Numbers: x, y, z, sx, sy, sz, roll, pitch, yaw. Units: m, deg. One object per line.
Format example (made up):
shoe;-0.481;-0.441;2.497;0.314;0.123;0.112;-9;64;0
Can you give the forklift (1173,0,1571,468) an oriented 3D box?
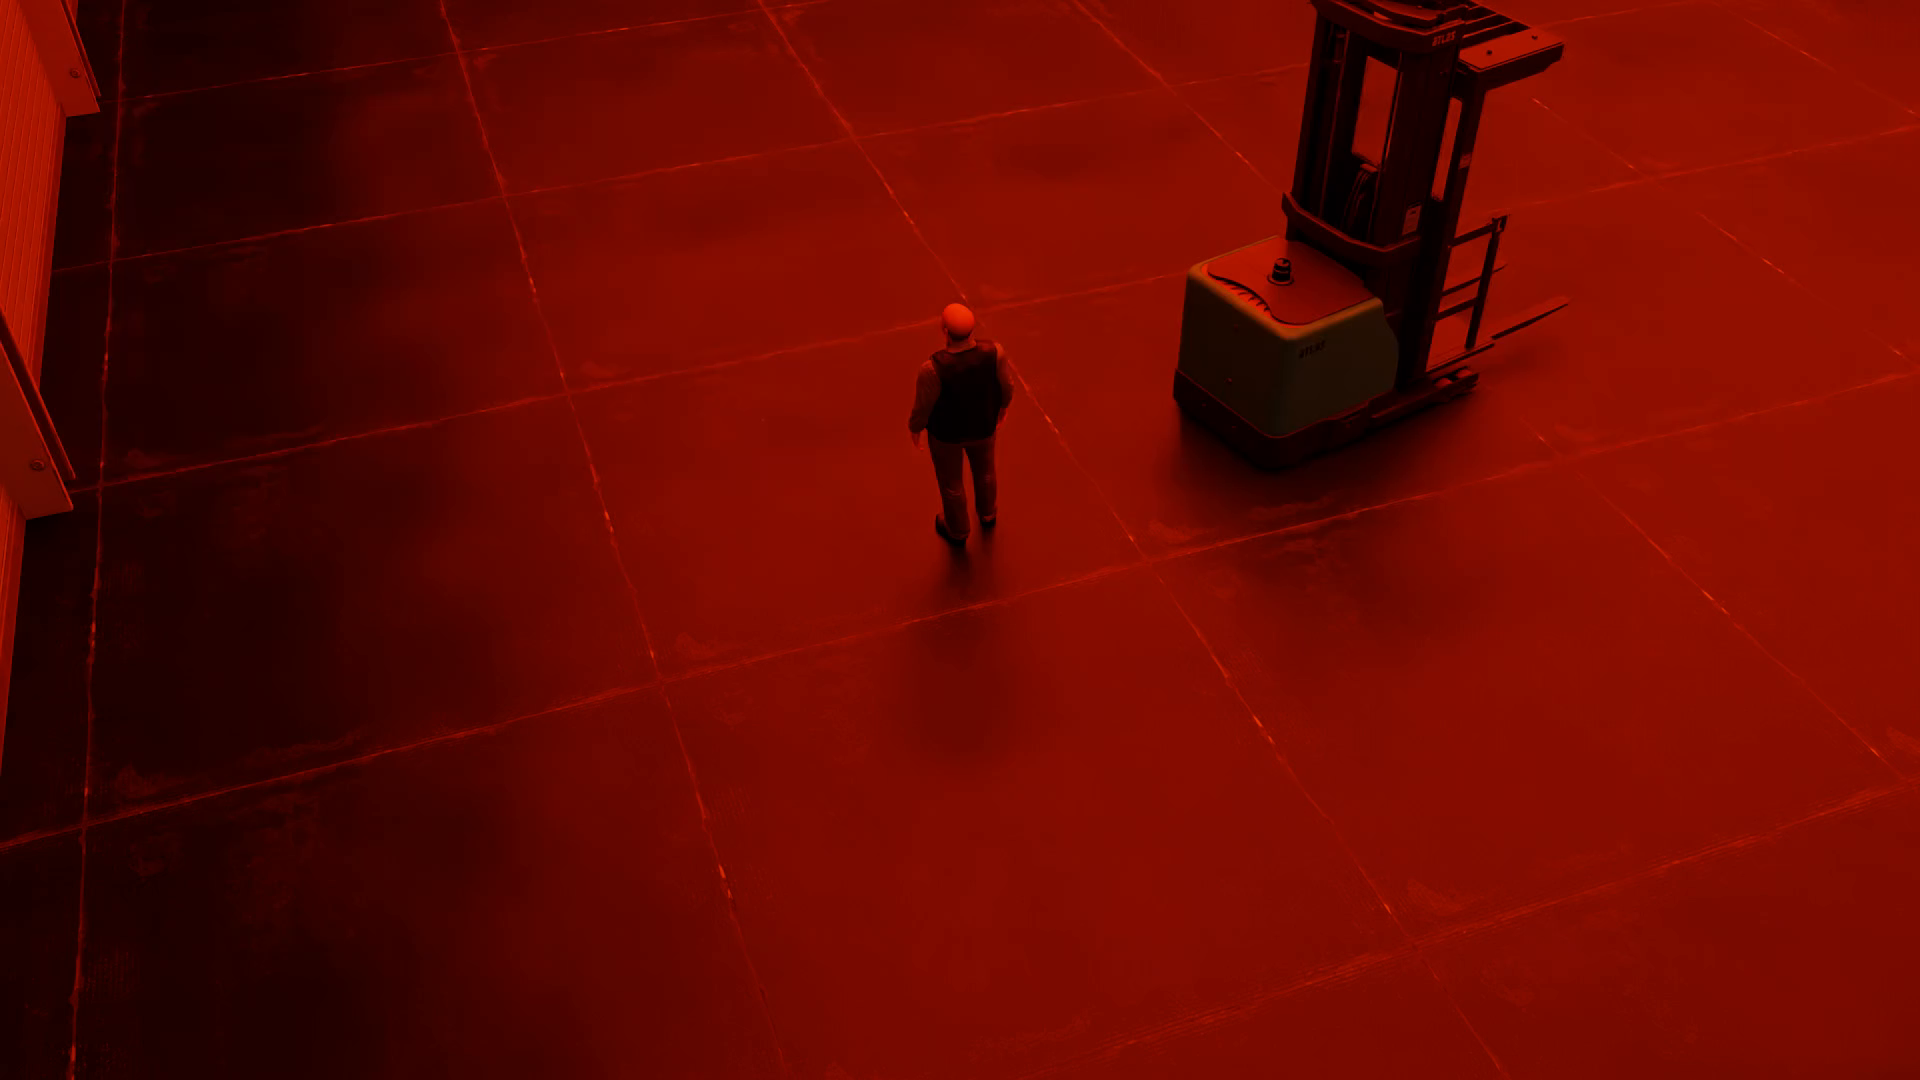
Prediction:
forklift;2.960;-2.324;10.764;3.031;2.935;1.130;-23;45;-25

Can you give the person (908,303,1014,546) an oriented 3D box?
person;-0.013;-0.704;9.764;0.632;1.720;0.568;-13;42;-15
